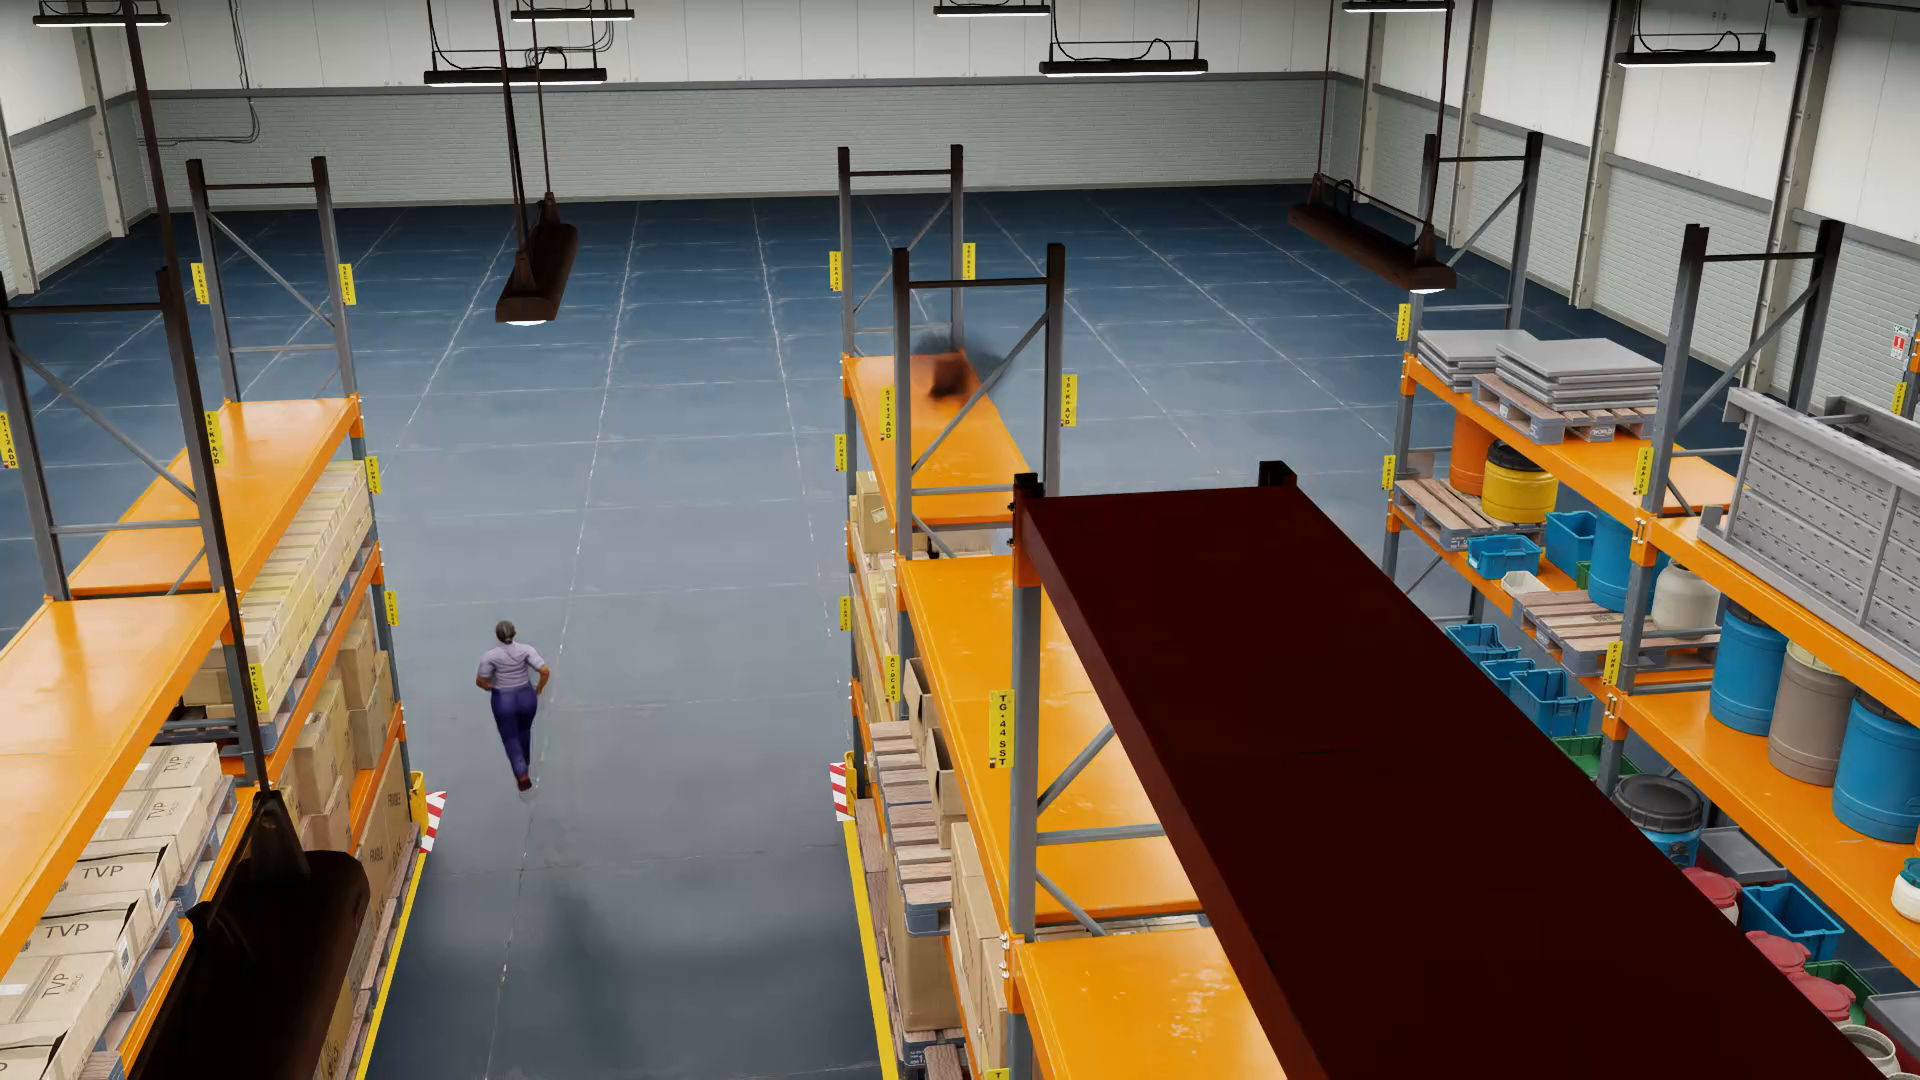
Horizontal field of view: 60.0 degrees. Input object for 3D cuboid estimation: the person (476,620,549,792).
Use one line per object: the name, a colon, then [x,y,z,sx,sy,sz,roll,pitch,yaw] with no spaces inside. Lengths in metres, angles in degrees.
person: [-4.011,1.481,14.953,0.625,1.646,0.837,-11,24,-26]
